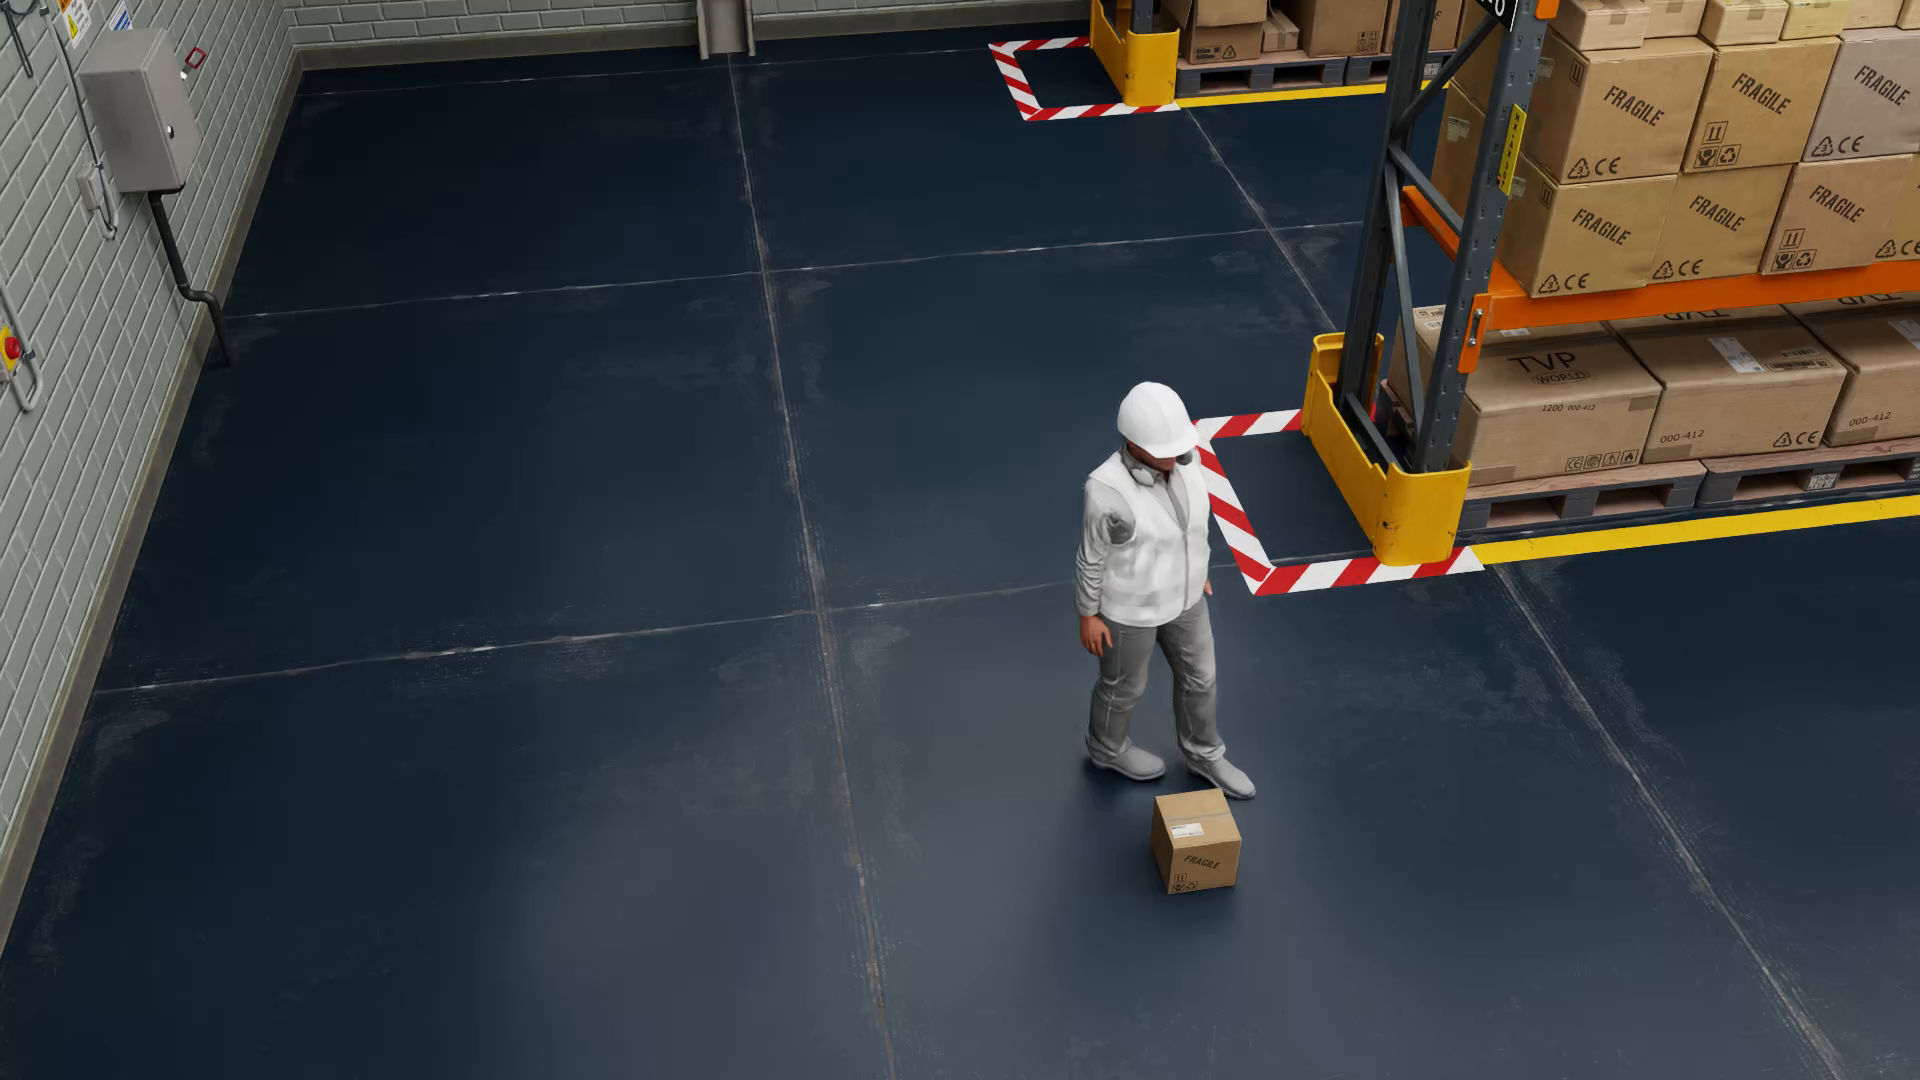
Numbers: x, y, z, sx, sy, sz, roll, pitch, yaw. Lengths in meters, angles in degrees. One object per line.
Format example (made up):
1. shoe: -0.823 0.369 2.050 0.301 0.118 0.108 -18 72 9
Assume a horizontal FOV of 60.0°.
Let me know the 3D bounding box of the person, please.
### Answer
1. person: 0.747 0.243 5.821 0.568 1.768 0.614 -30 47 -32
